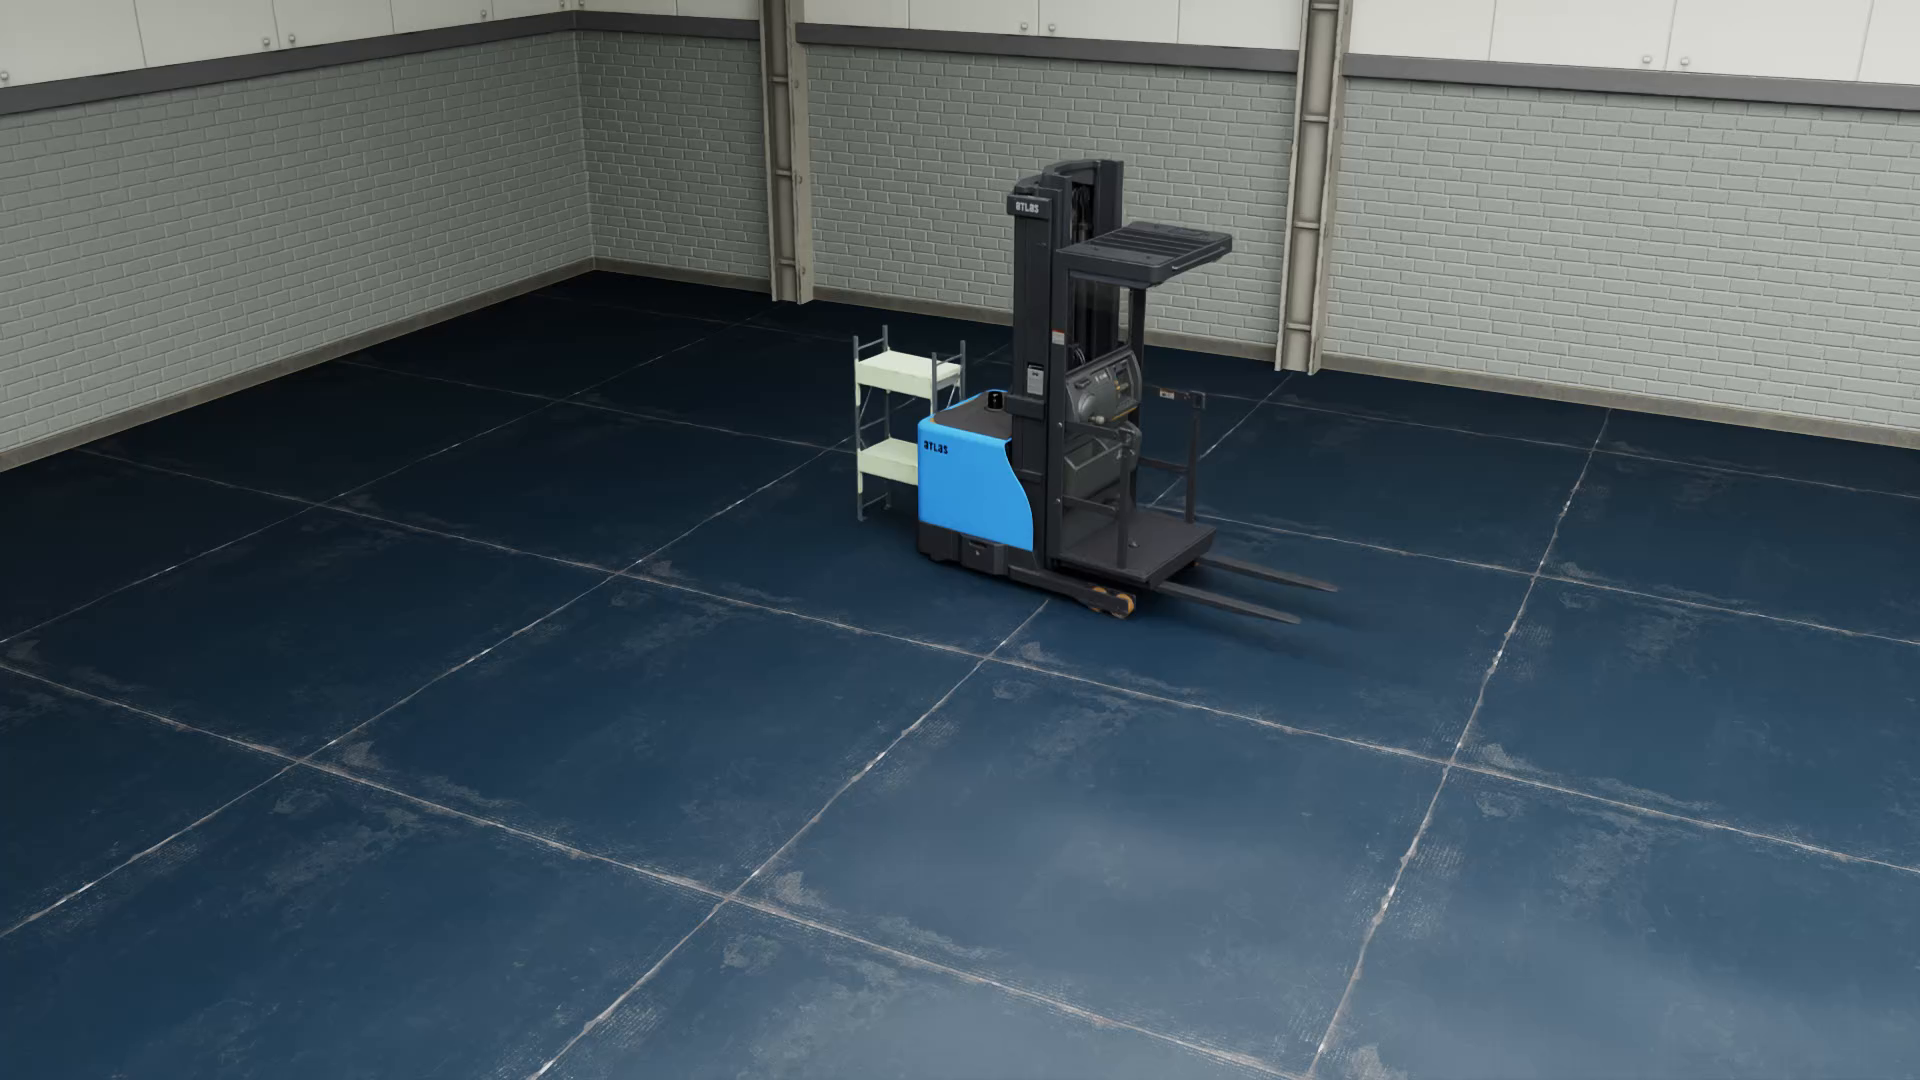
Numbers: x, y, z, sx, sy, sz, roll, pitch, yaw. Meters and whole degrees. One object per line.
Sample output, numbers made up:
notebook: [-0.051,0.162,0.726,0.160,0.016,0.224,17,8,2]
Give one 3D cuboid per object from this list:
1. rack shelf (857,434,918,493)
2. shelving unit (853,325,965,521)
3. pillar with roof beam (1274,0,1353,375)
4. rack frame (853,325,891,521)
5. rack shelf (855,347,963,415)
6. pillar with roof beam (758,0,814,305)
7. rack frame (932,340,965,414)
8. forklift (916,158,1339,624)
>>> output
rack shelf: [-0.382,-0.522,12.895,0.720,0.370,0.431,15,27,32]
shelving unit: [-0.382,-0.822,12.767,0.755,1.500,0.431,15,27,32]
pillar with roof beam: [1.474,-4.370,11.528,0.400,9.000,9.100,11,25,25]
rack frame: [-0.682,-0.905,12.961,0.023,1.500,0.400,15,27,32]
rack shelf: [-0.382,-1.181,12.615,0.720,0.370,0.431,15,27,32]
pillar with roof beam: [-3.880,-5.430,14.019,0.400,9.000,9.100,11,25,25]
rack frame: [-0.083,-0.740,12.574,0.023,1.500,0.400,15,27,32]
forklift: [1.172,-1.045,11.463,3.031,2.935,1.130,15,27,32]
